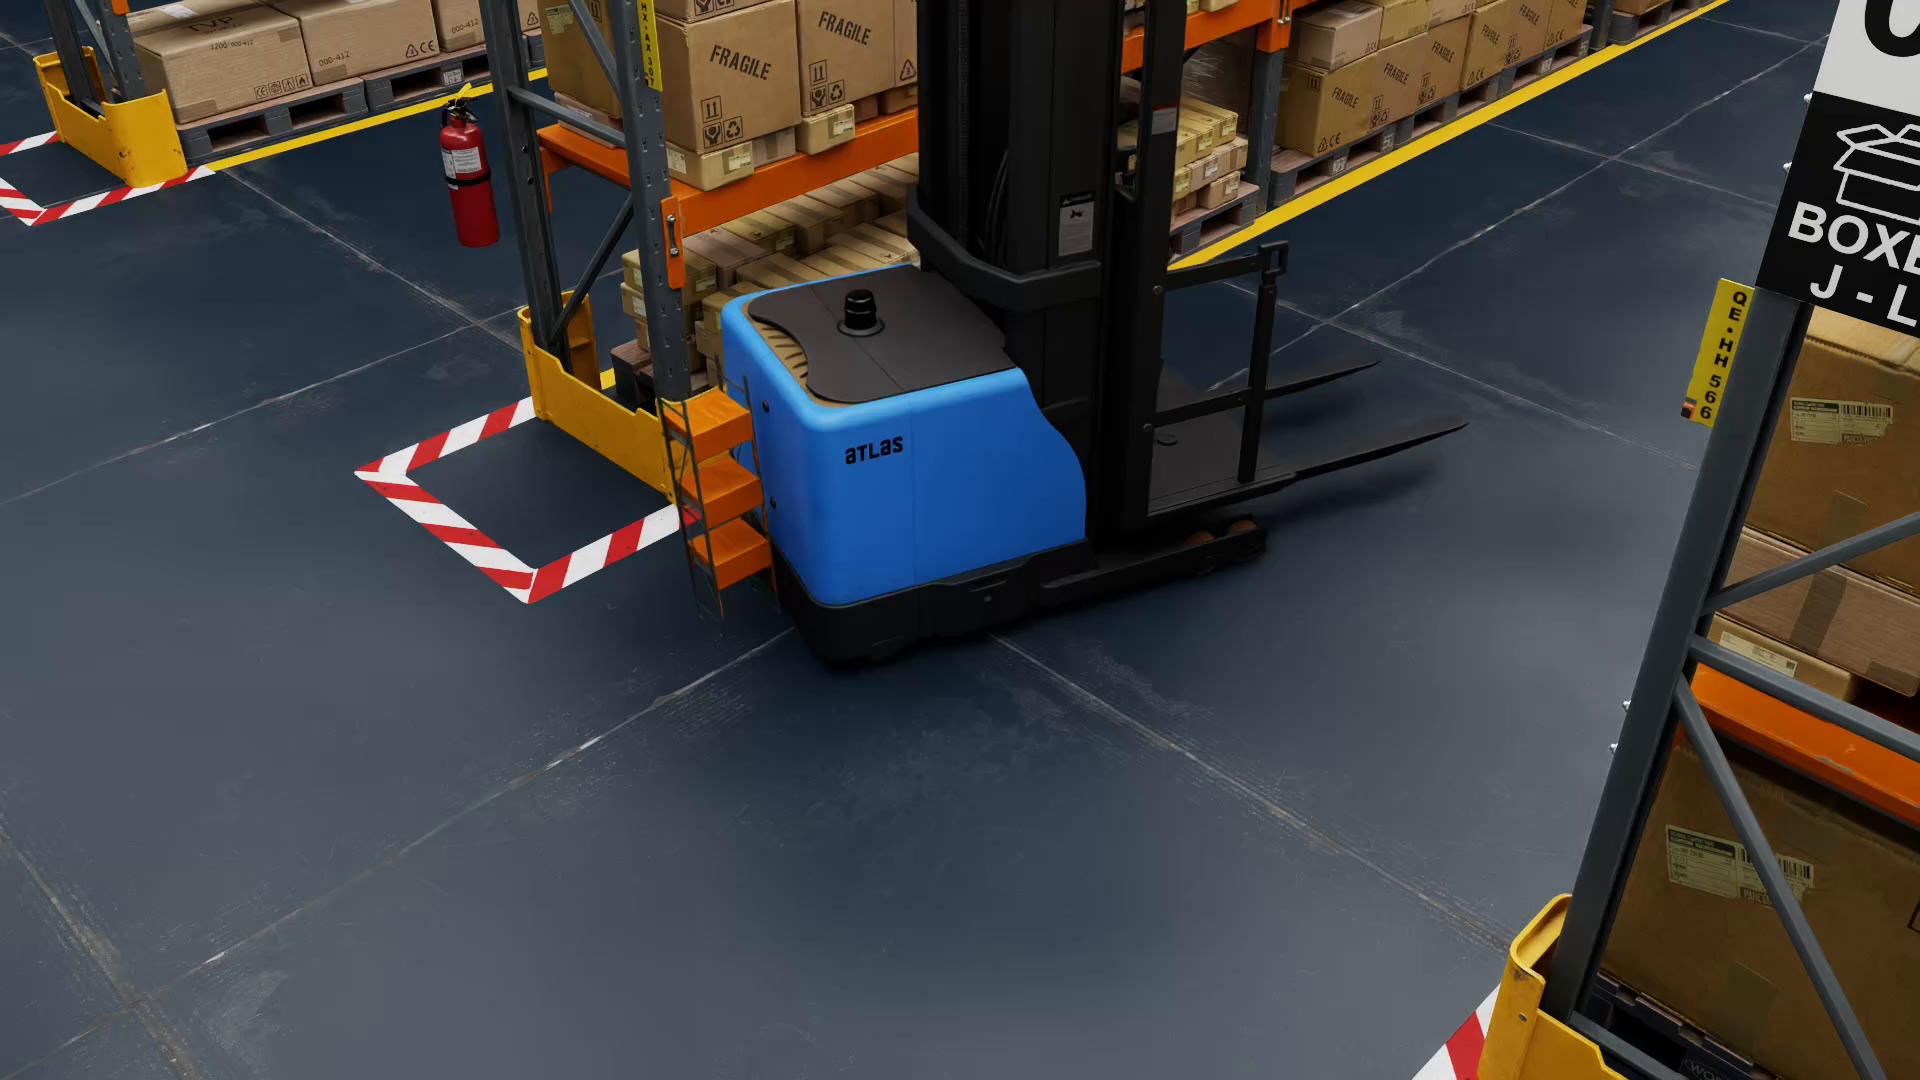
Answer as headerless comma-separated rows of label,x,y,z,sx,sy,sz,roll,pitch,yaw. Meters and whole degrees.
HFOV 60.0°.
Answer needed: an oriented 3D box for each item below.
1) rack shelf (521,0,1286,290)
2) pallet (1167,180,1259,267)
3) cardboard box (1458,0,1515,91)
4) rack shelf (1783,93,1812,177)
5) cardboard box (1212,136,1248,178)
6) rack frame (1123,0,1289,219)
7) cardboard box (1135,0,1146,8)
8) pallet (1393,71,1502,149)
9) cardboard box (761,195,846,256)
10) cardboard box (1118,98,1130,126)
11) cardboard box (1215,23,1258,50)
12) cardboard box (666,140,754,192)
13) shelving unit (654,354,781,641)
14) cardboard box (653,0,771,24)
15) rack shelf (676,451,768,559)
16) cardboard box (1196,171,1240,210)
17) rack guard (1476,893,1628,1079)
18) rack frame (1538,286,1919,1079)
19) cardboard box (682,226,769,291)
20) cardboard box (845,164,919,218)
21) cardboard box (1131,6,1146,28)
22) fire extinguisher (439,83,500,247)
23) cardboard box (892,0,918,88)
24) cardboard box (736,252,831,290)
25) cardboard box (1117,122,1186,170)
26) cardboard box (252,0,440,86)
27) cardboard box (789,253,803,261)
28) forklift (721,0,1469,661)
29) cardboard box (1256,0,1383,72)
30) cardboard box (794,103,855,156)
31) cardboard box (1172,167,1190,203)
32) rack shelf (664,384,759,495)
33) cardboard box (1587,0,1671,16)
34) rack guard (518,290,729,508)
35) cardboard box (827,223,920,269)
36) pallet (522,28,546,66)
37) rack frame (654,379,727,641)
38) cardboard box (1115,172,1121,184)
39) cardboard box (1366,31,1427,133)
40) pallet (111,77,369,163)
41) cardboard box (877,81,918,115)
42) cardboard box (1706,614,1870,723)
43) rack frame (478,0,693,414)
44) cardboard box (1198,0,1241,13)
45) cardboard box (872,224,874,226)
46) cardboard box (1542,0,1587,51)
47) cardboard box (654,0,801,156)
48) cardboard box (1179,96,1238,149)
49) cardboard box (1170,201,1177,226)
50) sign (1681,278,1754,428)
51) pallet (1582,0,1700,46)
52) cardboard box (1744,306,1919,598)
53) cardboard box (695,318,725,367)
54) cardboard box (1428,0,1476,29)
rack shelf,-0.079,-2.141,7.826,1.077,0.370,4.000,30,45,35
pallet,0.882,-1.817,9.171,1.003,0.211,1.213,30,45,35
cardboard box,3.141,-3.215,10.556,0.500,0.500,0.500,27,43,33
rack shelf,3.369,-1.331,4.043,1.077,0.370,4.000,30,45,35
cardboard box,1.334,-2.117,9.028,0.250,0.149,0.380,-29,44,-35
rack frame,1.330,-3.248,8.785,1.000,3.000,0.127,30,45,35
cardboard box,0.823,-2.890,7.925,0.500,0.500,0.500,28,44,34
pallet,2.737,-2.918,10.750,1.003,0.211,1.213,30,45,35
cardboard box,-0.758,-1.503,7.887,0.380,0.149,0.250,28,43,34
cardboard box,0.704,-2.350,9.103,0.250,0.149,0.380,-28,43,-34
cardboard box,1.675,-3.107,9.745,0.500,0.250,0.500,28,44,34
cardboard box,-1.027,-1.520,6.527,0.380,0.149,0.250,29,44,35
shelving unit,-0.866,-0.137,6.016,0.252,1.050,0.215,-27,43,-28
cardboard box,-0.984,-2.272,6.165,0.500,0.500,0.500,29,44,35
rack shelf,-0.866,-0.128,6.023,0.240,0.259,0.215,-27,43,-28
cardboard box,1.295,-1.954,9.055,0.250,0.149,0.380,-29,44,-35
rack guard,1.943,1.451,4.232,1.175,0.500,0.348,30,45,35
rack frame,1.960,0.416,3.531,1.000,3.000,0.127,30,45,35
cardboard box,-1.077,-1.267,7.549,0.250,0.149,0.380,-29,44,-35
cardboard box,-0.343,-1.696,8.165,0.380,0.149,0.250,28,44,34
cardboard box,0.730,-2.624,8.111,0.380,0.149,0.250,28,44,34
fire extinguisher,-1.993,-1.523,6.705,0.296,0.674,0.183,30,45,35
cardboard box,-0.263,-2.279,7.048,0.500,0.500,0.500,-29,44,-35
cardboard box,-0.769,-1.107,7.320,0.250,0.149,0.380,-29,44,-35
cardboard box,0.942,-2.022,8.632,0.380,0.149,0.250,29,44,35
cardboard box,-4.039,-3.382,10.850,0.875,0.438,0.875,-29,44,-34
cardboard box,-0.954,-1.290,7.842,0.380,0.149,0.250,28,43,34
forklift,0.659,-1.326,6.089,3.031,2.935,1.130,-15,38,-20
cardboard box,2.038,-2.896,9.442,0.500,0.250,0.500,27,43,33
cardboard box,-0.650,-1.728,6.825,0.380,0.149,0.250,28,44,34
cardboard box,0.976,-1.886,8.697,0.380,0.149,0.250,28,44,34
rack shelf,-0.879,-0.355,5.852,0.240,0.259,0.215,-27,43,-28
cardboard box,4.641,-4.332,11.939,1.050,0.750,0.750,29,44,35
rack guard,-1.435,-0.630,7.216,1.175,0.500,0.348,30,45,35
cardboard box,-0.385,-1.292,7.585,0.380,0.149,0.250,27,43,33
pallet,-2.845,-3.781,11.987,1.003,0.211,1.213,30,45,35
rack frame,-0.961,-0.087,5.958,0.008,1.050,0.200,-27,43,-28
cardboard box,0.578,-1.801,8.315,0.380,0.149,0.250,27,43,33
cardboard box,2.410,-2.803,9.965,0.500,0.500,0.500,-28,43,-34
pallet,-4.564,-2.790,10.566,1.003,0.211,1.213,30,45,35
cardboard box,-0.356,-1.989,7.199,0.380,0.149,0.250,29,44,35
cardboard box,1.978,0.242,4.001,0.250,0.149,0.380,-29,44,-35
rack frame,-1.488,-1.624,6.456,1.000,3.000,0.127,30,45,35
cardboard box,1.191,-2.786,8.342,0.380,0.149,0.250,28,44,34
cardboard box,-0.598,-1.505,8.151,0.250,0.149,0.380,-29,44,-35
cardboard box,3.870,-3.646,11.174,0.500,0.500,0.500,29,44,35
cardboard box,-0.976,-1.858,6.444,0.500,0.500,0.500,-28,43,-34
cardboard box,1.264,-2.245,8.952,0.250,0.149,0.380,-29,44,-34
cardboard box,0.913,-1.749,8.761,0.380,0.149,0.250,28,44,34
sign,1.585,-0.380,3.454,0.100,0.325,0.005,30,45,35
pallet,4.757,-4.017,12.326,1.003,0.211,1.213,30,45,35
cardboard box,2.117,-0.256,3.710,0.500,0.500,0.500,-29,44,-35
cardboard box,-0.937,-0.858,7.223,0.250,0.149,0.380,-28,44,-34
cardboard box,2.774,-3.318,10.048,0.500,0.250,0.500,-28,44,-34
